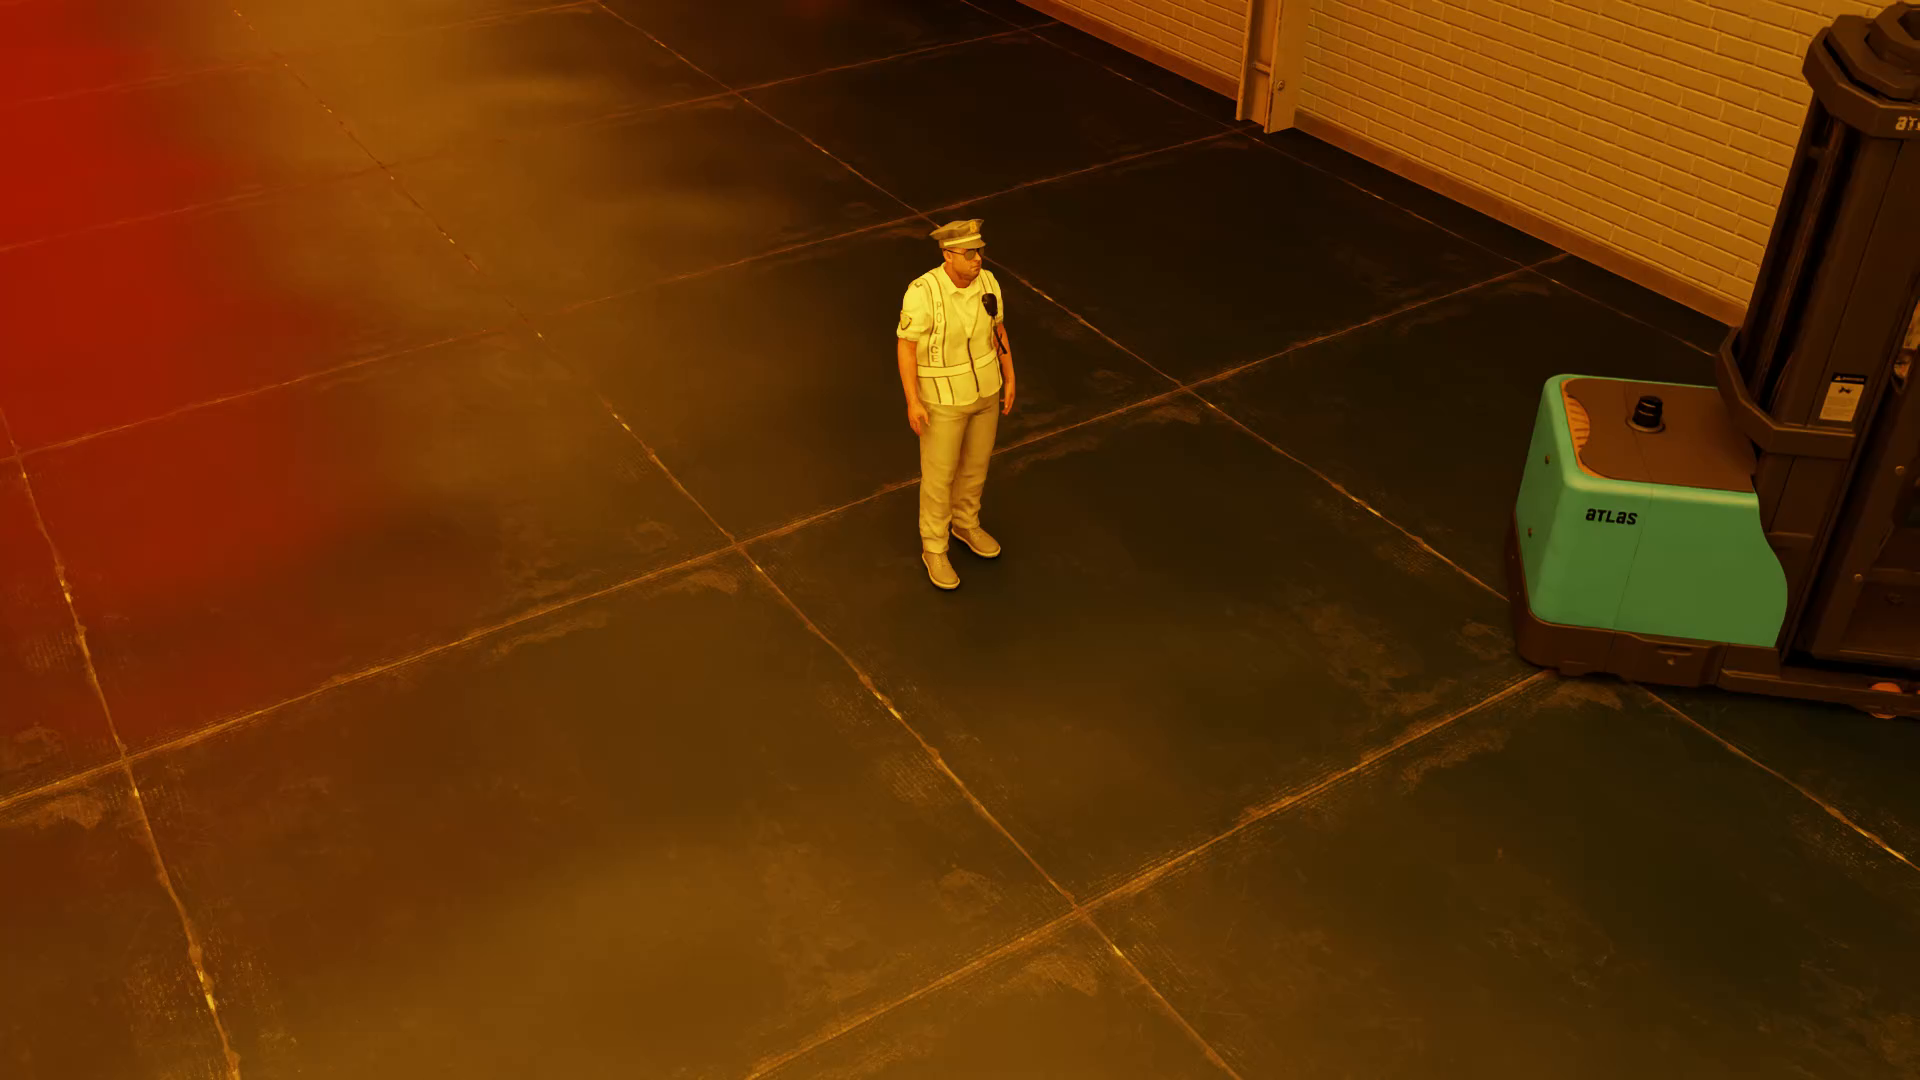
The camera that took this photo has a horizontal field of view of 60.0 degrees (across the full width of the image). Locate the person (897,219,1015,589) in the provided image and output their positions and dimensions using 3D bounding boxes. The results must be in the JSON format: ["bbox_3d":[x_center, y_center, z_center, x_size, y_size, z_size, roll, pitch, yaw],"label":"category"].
[{"bbox_3d":[0.032,-0.694,8.122,0.640,1.781,0.575,-21,40,-27],"label":"person"}]

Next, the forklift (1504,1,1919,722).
[{"bbox_3d":[4.195,-0.701,7.145,3.031,2.935,1.130,6,36,9],"label":"forklift"}]
